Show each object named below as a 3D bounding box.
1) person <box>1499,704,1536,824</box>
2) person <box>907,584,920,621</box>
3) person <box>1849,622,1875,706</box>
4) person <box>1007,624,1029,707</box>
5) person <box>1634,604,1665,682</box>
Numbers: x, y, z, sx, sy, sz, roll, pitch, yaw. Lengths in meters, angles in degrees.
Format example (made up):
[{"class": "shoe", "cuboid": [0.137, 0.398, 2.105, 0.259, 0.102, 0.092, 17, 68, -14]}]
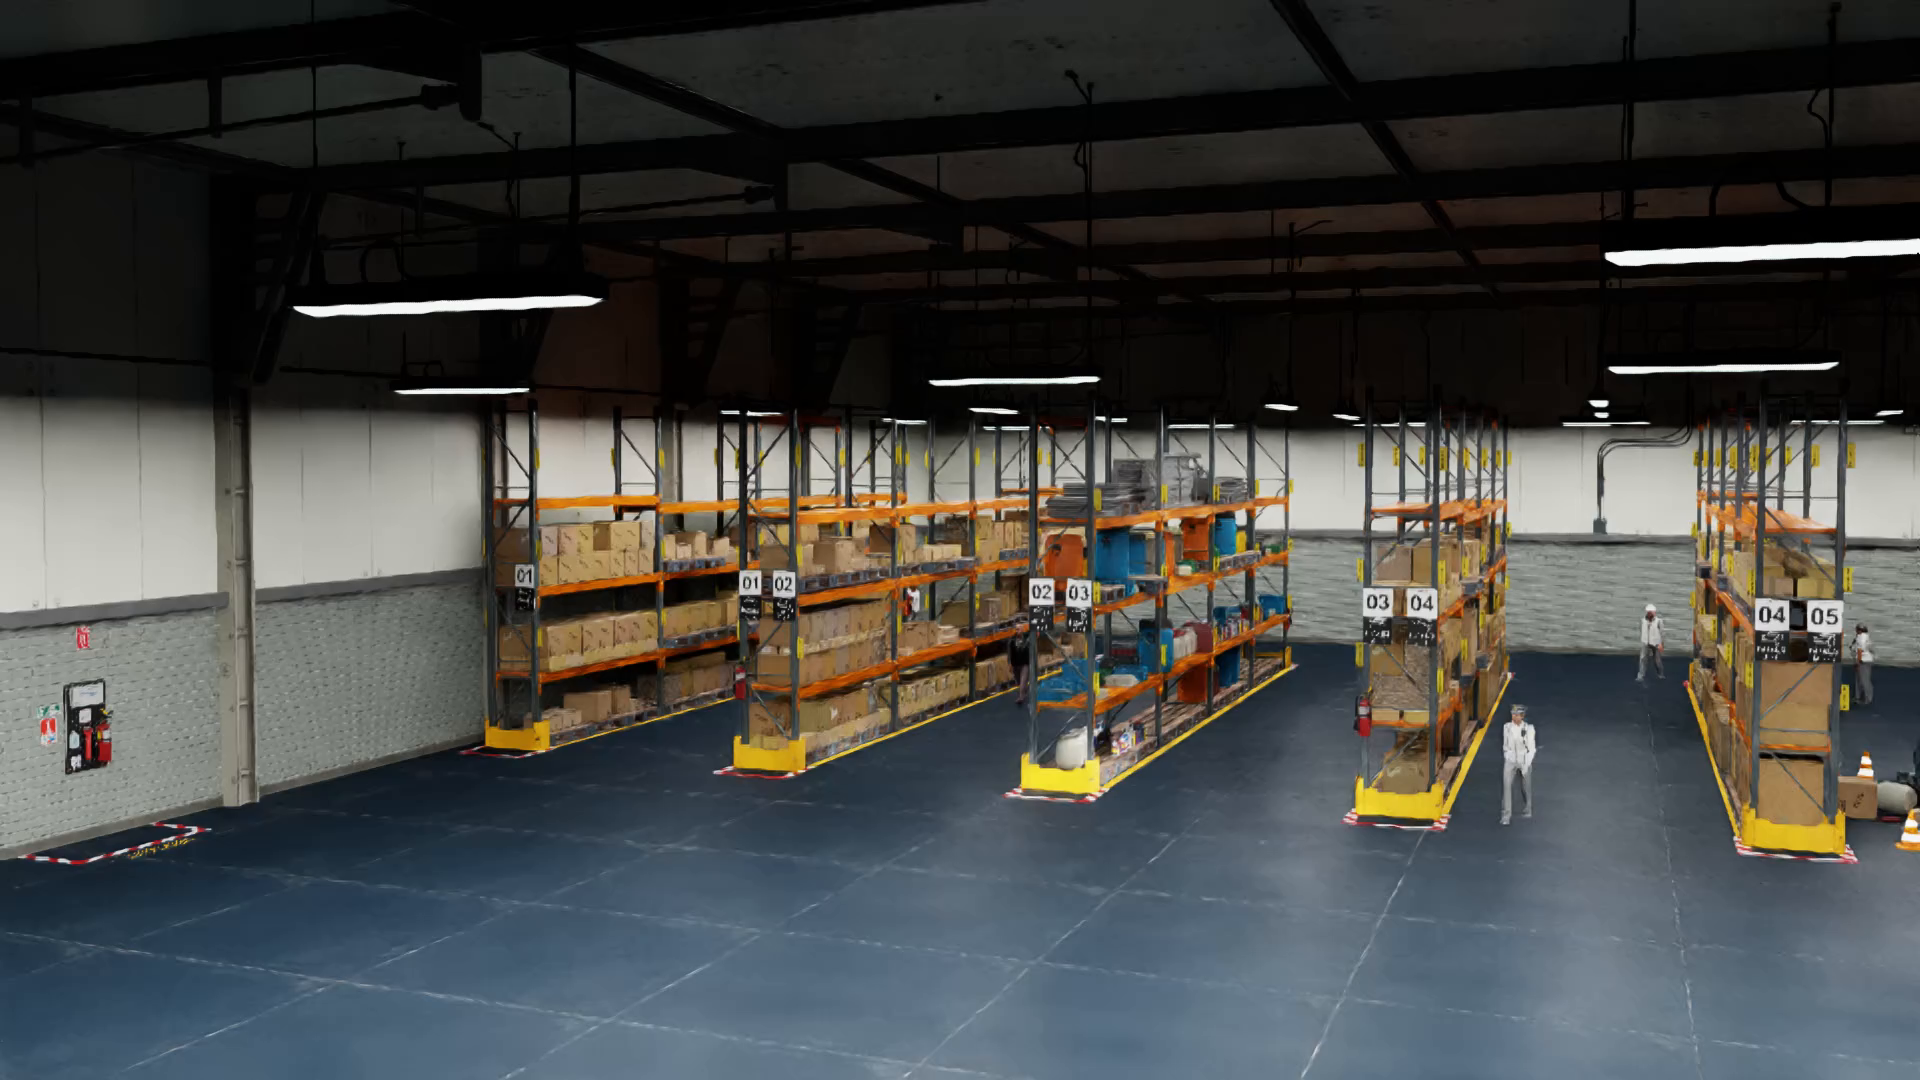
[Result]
[{"class": "person", "cuboid": [7.671, 3.042, 22.825, 0.461, 1.616, 0.977, 2, 3, 29]}, {"class": "person", "cuboid": [-1.369, 1.905, 44.806, 0.722, 1.756, 0.465, -3, 4, -42]}, {"class": "person", "cuboid": [18.282, 2.496, 33.741, 0.558, 1.654, 0.625, 2, 3, 36]}, {"class": "person", "cuboid": [1.202, 2.508, 33.661, 0.543, 1.648, 1.107, 1, 3, 23]}, {"class": "person", "cuboid": [15.512, 2.303, 37.247, 0.548, 1.746, 0.931, 2, 4, 41]}]
